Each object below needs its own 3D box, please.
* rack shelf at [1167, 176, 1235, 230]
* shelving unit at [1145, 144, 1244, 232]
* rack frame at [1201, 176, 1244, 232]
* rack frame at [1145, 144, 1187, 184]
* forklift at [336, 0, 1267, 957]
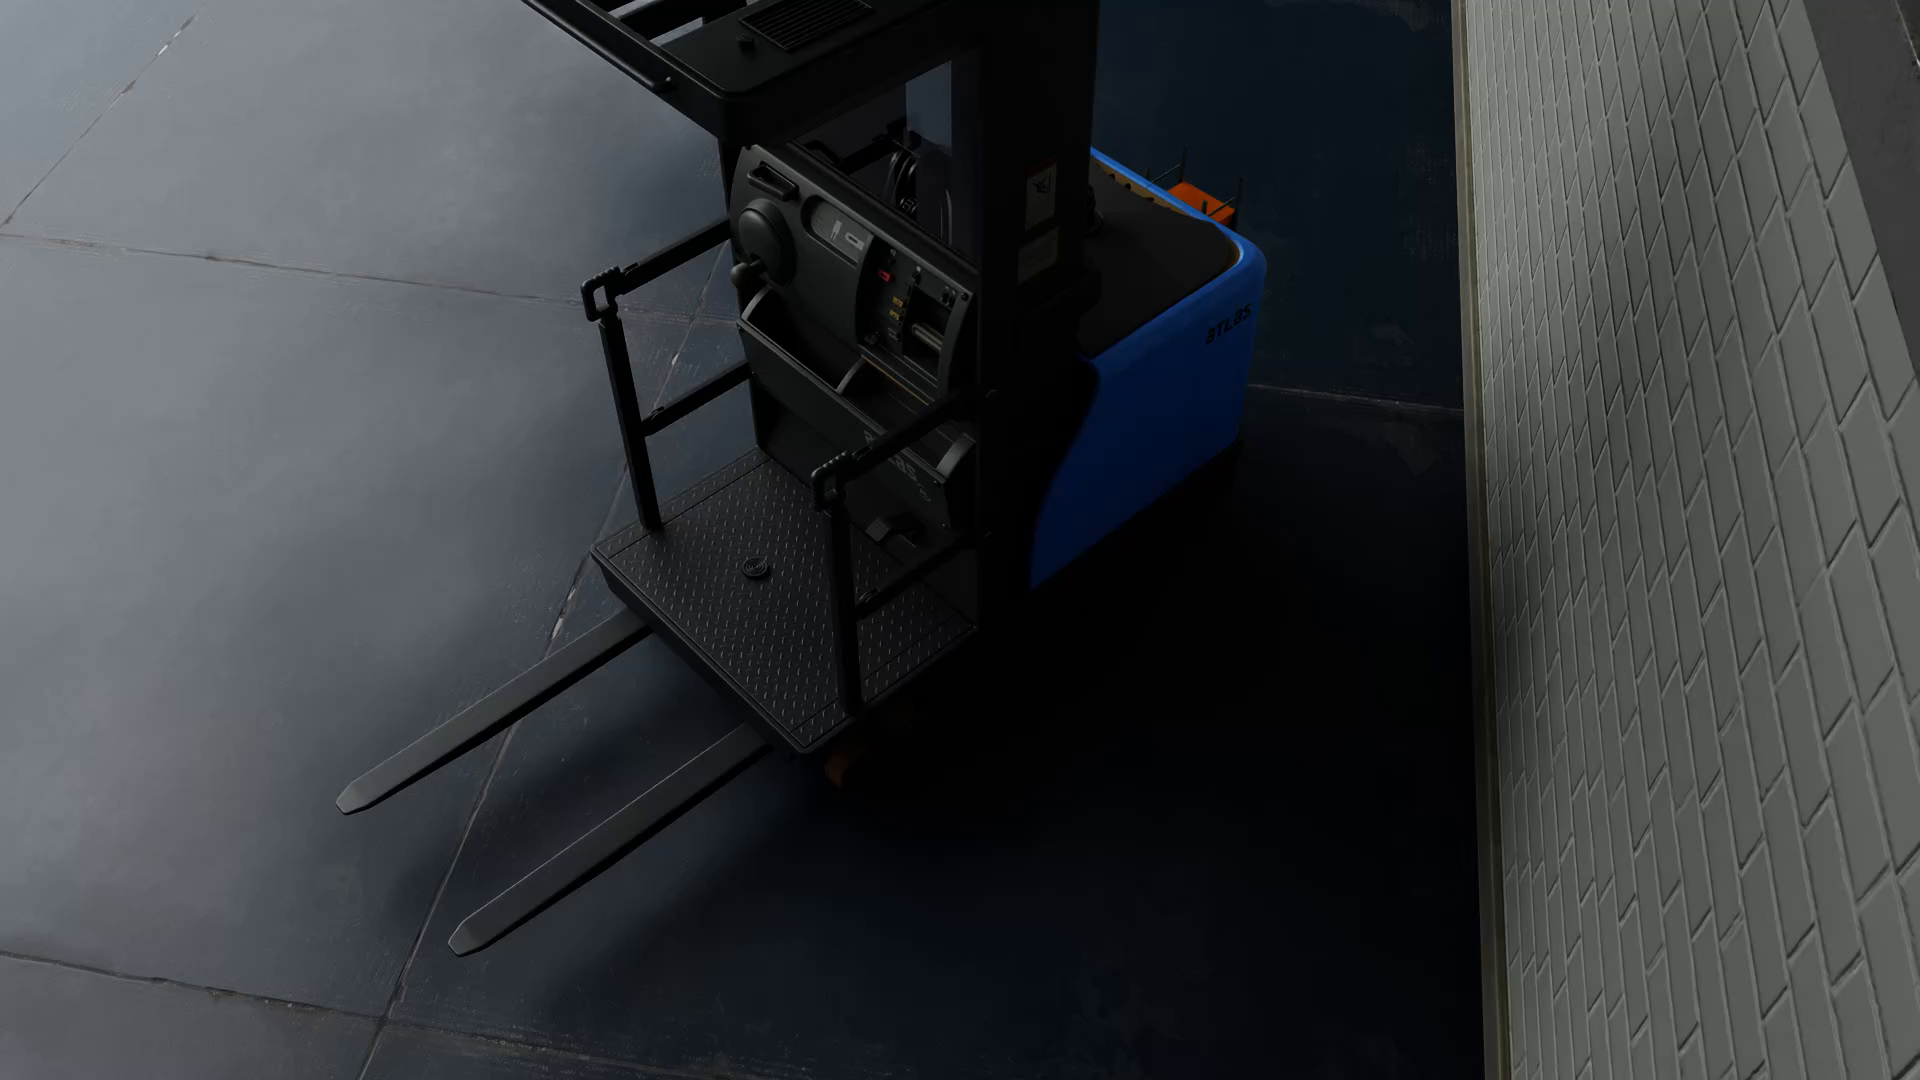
[{"bbox_3d":[0.764,-1.026,5.599,0.215,0.259,0.240,-35,57,-28],"label":"rack shelf"},{"bbox_3d":[0.764,-0.844,5.802,0.215,1.050,0.252,-35,57,-28],"label":"shelving unit"},{"bbox_3d":[0.849,-0.778,5.743,0.200,1.050,0.008,-35,57,-28],"label":"rack frame"},{"bbox_3d":[0.680,-0.909,5.861,0.200,1.050,0.008,-35,57,-28],"label":"rack frame"},{"bbox_3d":[-0.460,-0.662,4.374,3.031,2.935,1.130,-35,57,-27],"label":"forklift"}]
